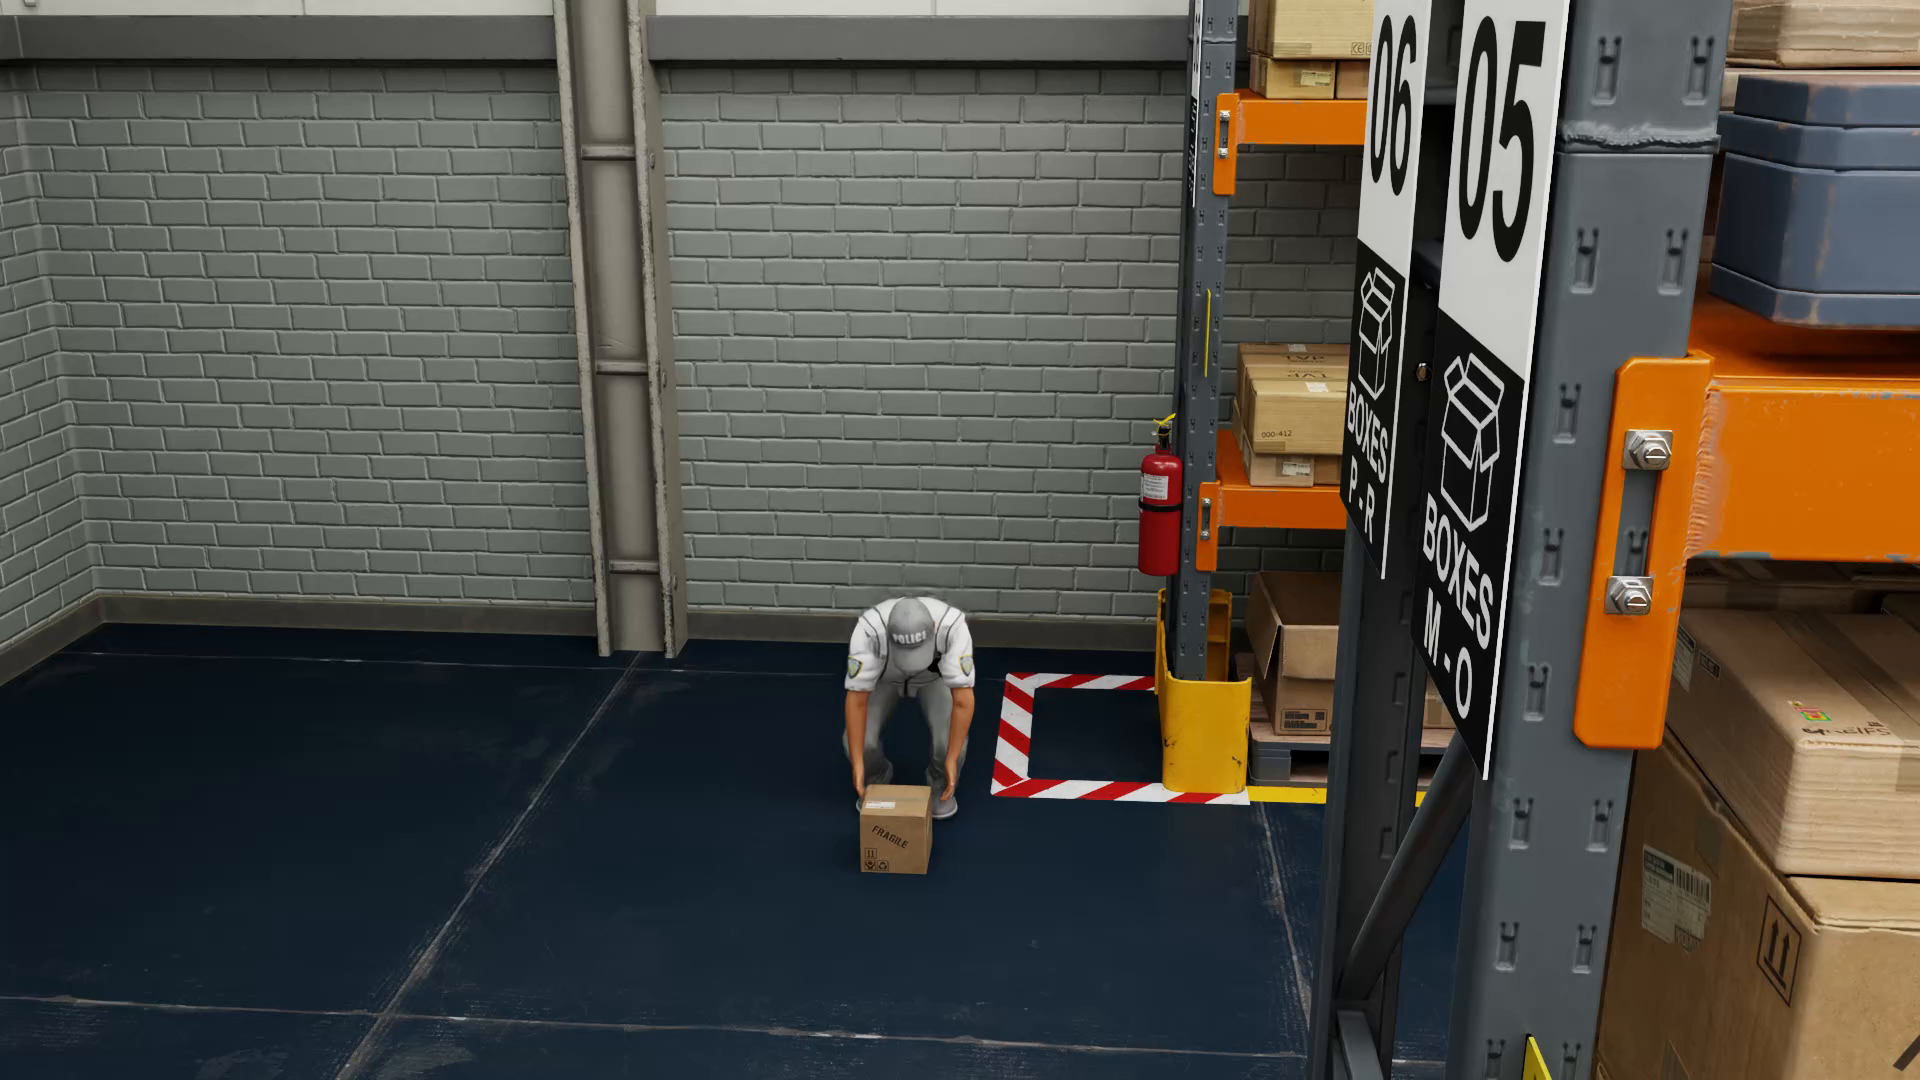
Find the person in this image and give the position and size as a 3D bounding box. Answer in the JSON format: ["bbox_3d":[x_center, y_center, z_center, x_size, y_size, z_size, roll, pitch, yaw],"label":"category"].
[{"bbox_3d":[-0.195,0.625,6.622,0.532,1.041,0.841,1,18,4],"label":"person"}]
